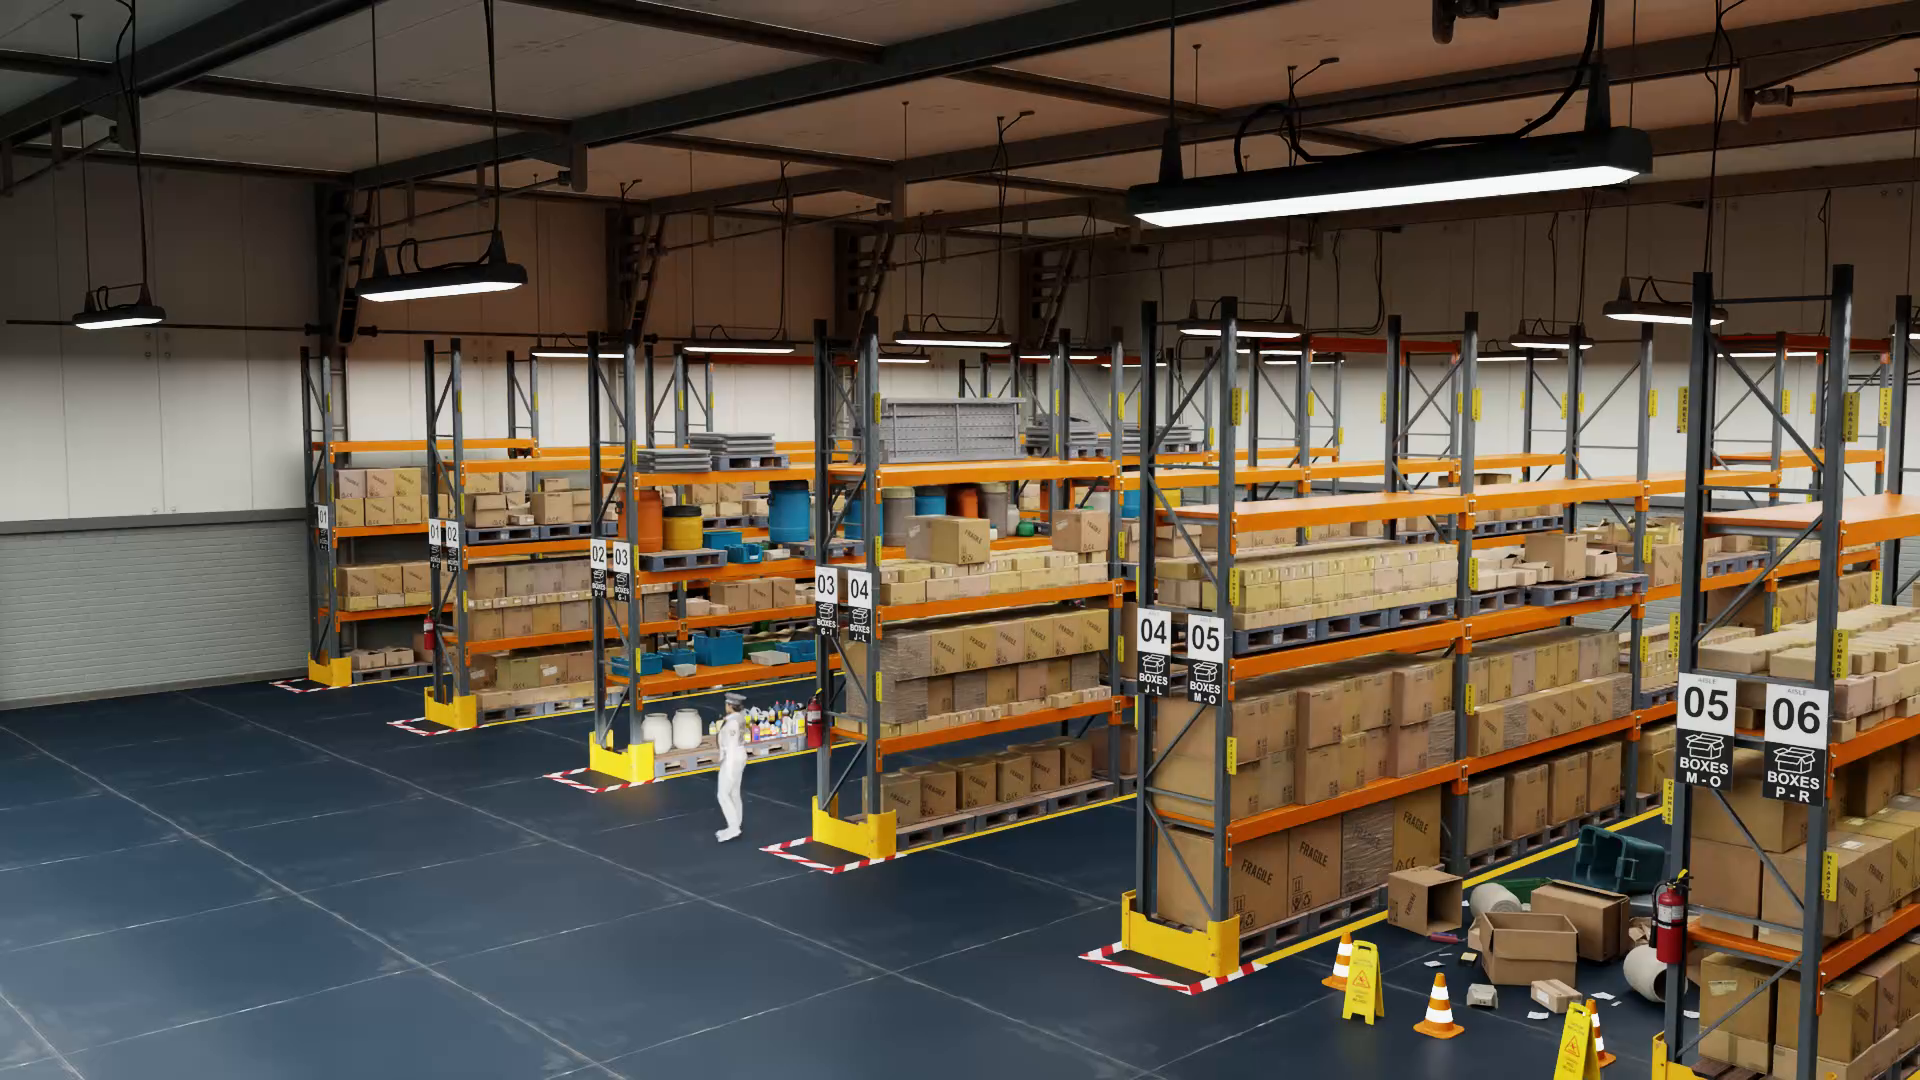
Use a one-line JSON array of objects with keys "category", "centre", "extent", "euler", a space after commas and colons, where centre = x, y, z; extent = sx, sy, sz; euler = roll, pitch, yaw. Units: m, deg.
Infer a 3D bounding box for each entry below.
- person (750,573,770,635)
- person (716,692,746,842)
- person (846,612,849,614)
[{"category": "person", "centre": [-3.959, 1.397, 32.761], "extent": [0.580, 1.789, 0.605], "euler": [1, 5, 7]}, {"category": "person", "centre": [-2.675, 2.634, 19.387], "extent": [0.355, 1.714, 0.529], "euler": [0, 5, 5]}, {"category": "person", "centre": [-1.566, 1.934, 26.613], "extent": [0.639, 1.760, 0.633], "euler": [1, 5, 13]}]
